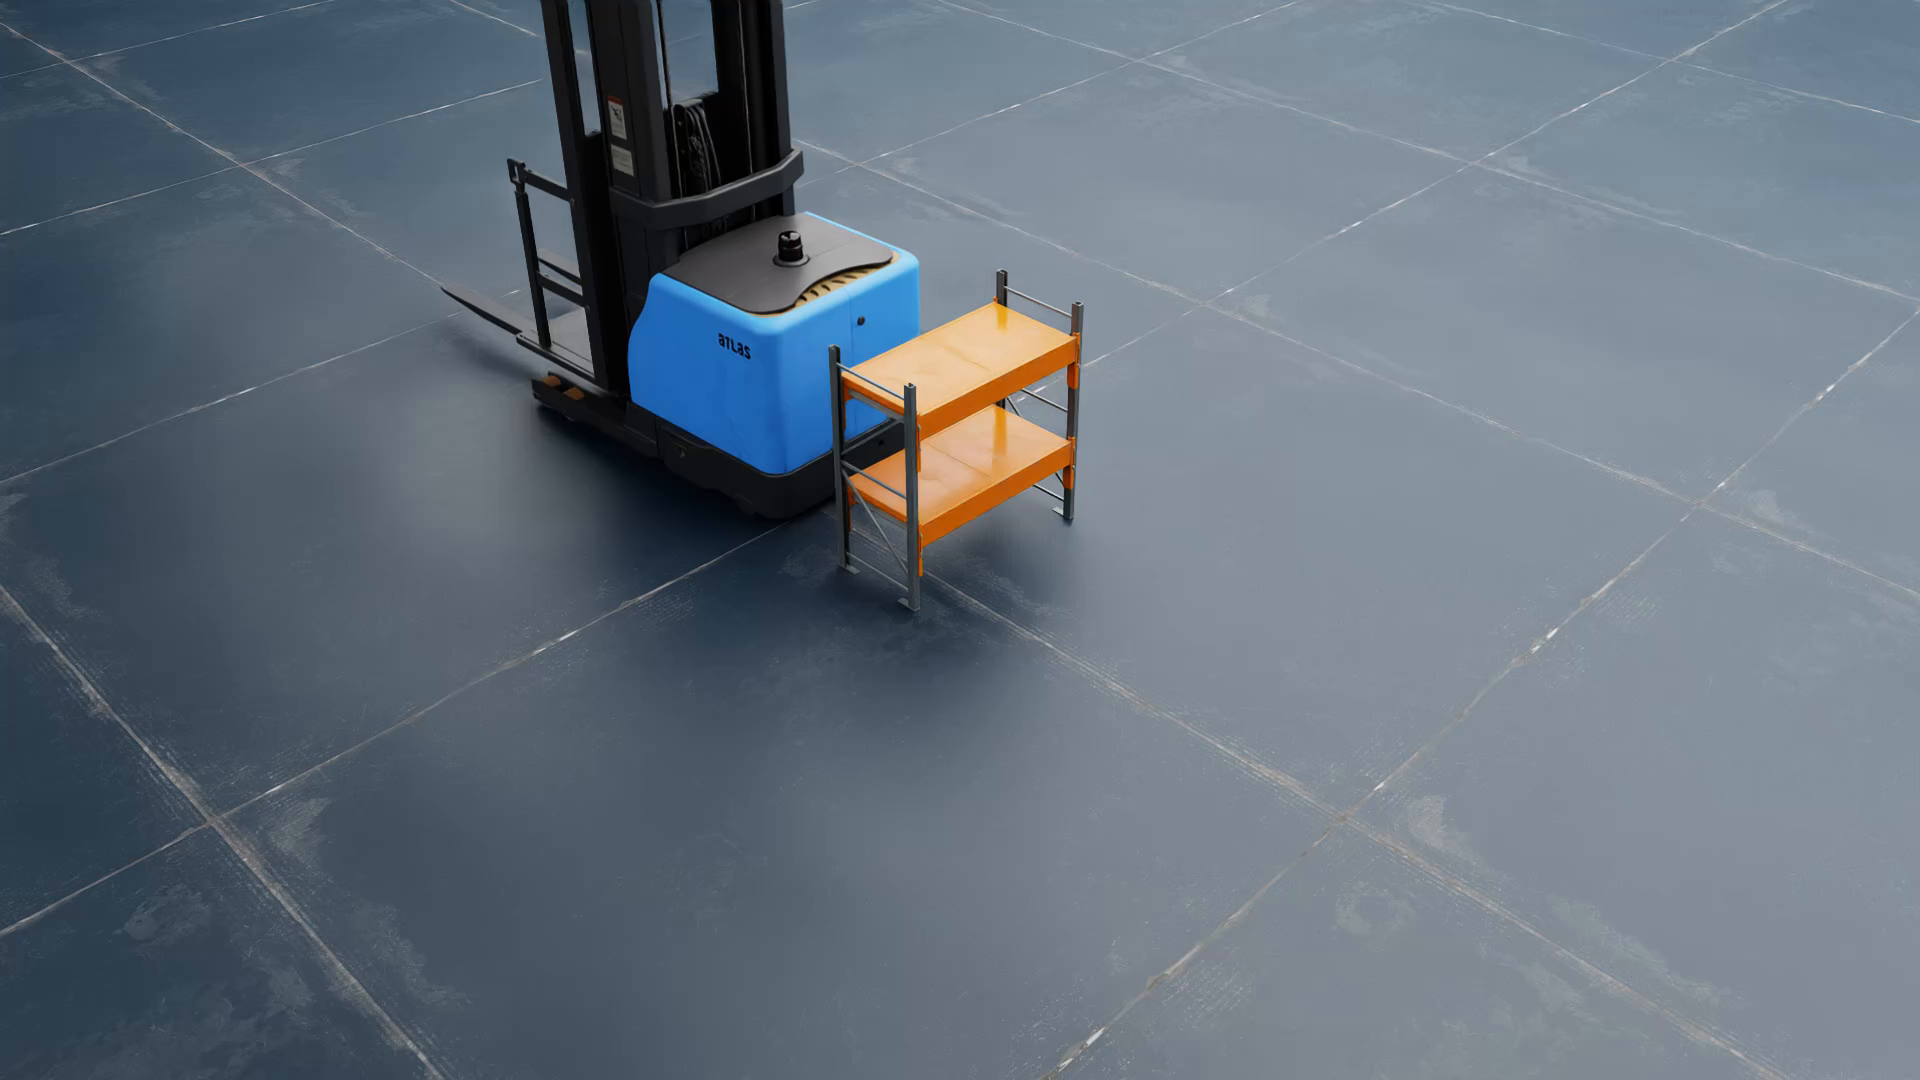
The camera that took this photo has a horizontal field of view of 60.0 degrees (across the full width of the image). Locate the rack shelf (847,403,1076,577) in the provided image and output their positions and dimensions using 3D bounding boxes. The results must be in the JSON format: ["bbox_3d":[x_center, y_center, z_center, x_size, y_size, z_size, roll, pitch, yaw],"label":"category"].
[{"bbox_3d":[-0.005,-0.258,7.564,0.538,0.278,1.000,30,45,35],"label":"rack shelf"}]

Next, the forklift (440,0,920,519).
[{"bbox_3d":[-1.604,-2.019,8.082,3.031,2.935,1.130,28,43,34],"label":"forklift"}]

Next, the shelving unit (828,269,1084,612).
[{"bbox_3d":[-0.005,-0.459,7.424,0.538,1.125,1.048,30,45,35],"label":"shelving unit"}]

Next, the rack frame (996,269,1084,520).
[{"bbox_3d":[0.353,-0.665,7.720,0.500,1.125,0.032,30,45,35],"label":"rack frame"}]

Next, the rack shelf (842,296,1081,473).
[{"bbox_3d":[-0.005,-0.699,7.257,0.538,0.278,1.000,30,45,35],"label":"rack shelf"}]

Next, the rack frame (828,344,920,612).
[{"bbox_3d":[-0.363,-0.252,7.128,0.500,1.125,0.032,30,45,35],"label":"rack frame"}]
